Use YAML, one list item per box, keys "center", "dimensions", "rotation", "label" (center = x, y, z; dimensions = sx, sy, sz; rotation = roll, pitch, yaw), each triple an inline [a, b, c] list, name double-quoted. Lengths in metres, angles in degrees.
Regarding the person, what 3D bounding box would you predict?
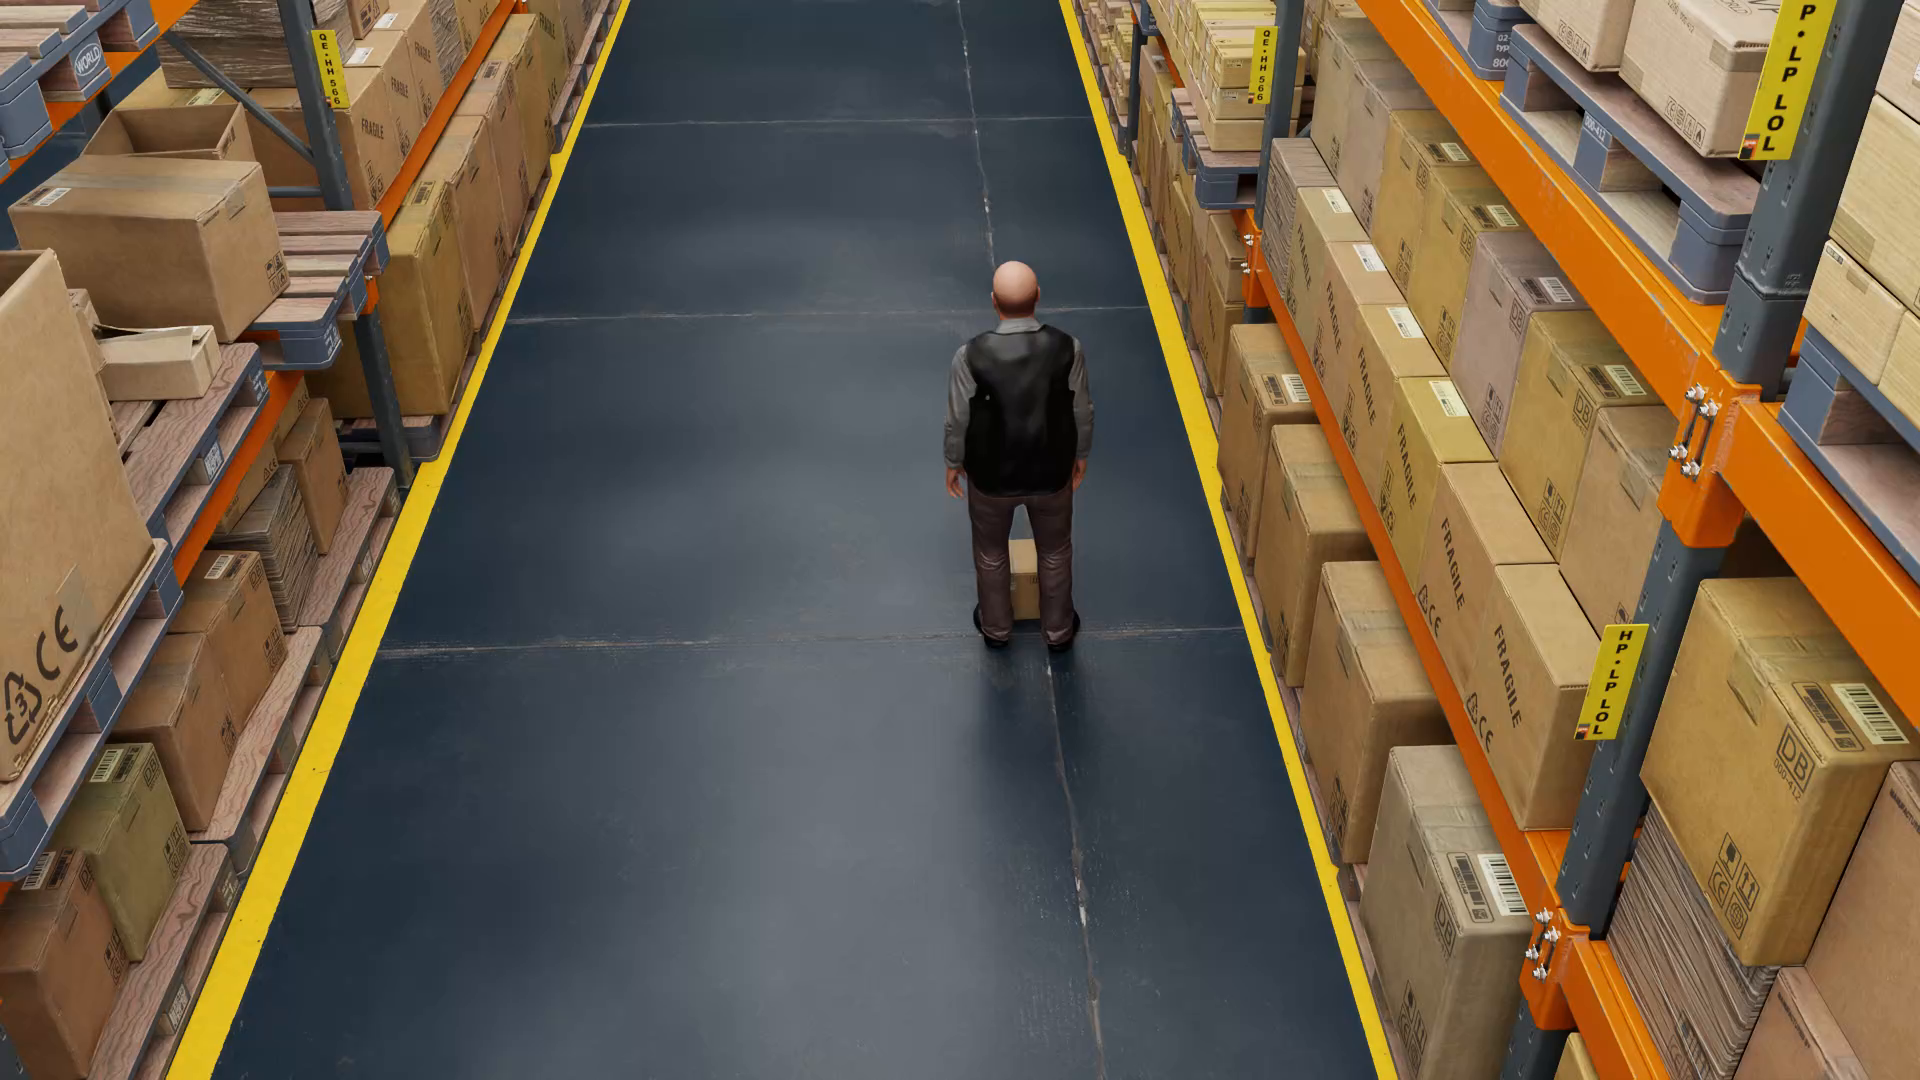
- center: [0.229, -0.284, 6.571]
  dimensions: [0.594, 1.722, 0.469]
  rotation: [-3, 35, -5]
  label: "person"
